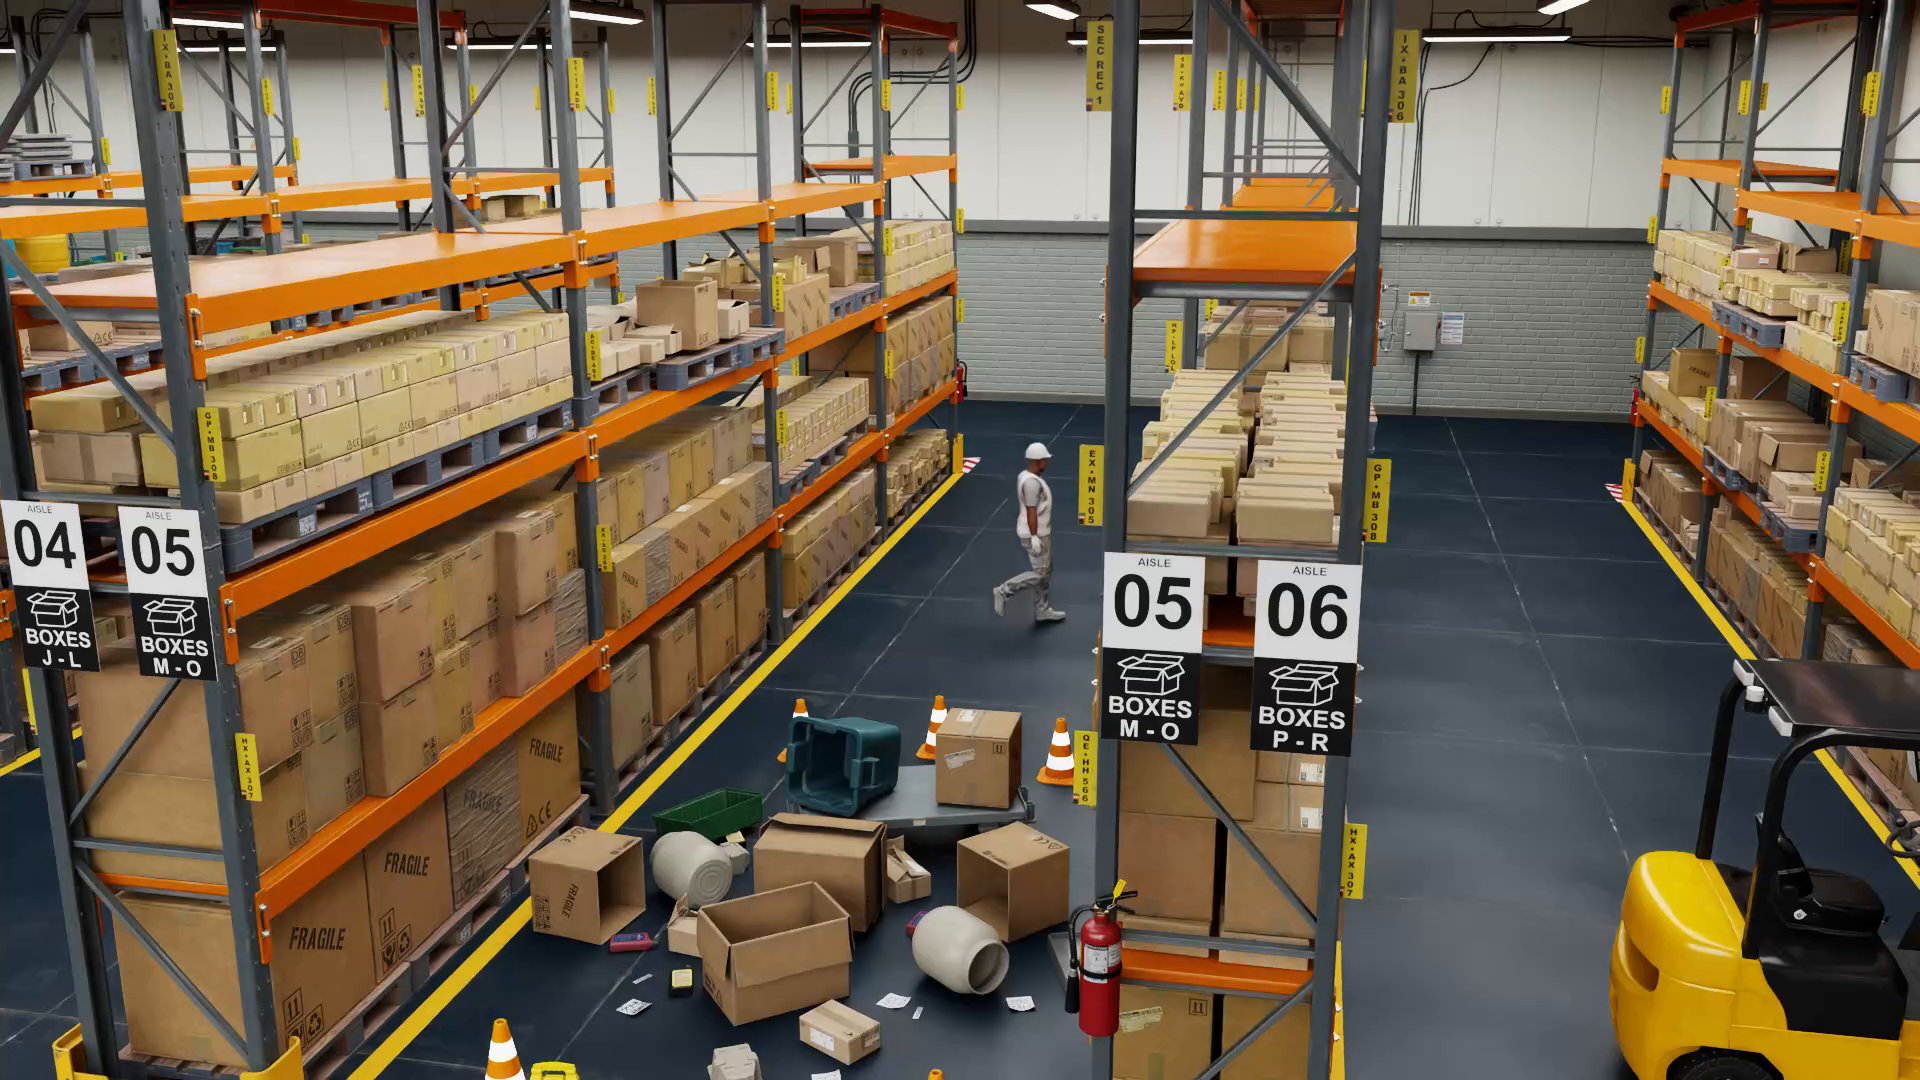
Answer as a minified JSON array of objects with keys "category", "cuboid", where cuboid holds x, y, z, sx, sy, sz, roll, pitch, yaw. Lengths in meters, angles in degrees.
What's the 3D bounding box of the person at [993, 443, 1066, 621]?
[{"category":"person","cuboid":[0.687,-0.064,16.177,0.732,1.769,0.600,0,15,-1]}]
